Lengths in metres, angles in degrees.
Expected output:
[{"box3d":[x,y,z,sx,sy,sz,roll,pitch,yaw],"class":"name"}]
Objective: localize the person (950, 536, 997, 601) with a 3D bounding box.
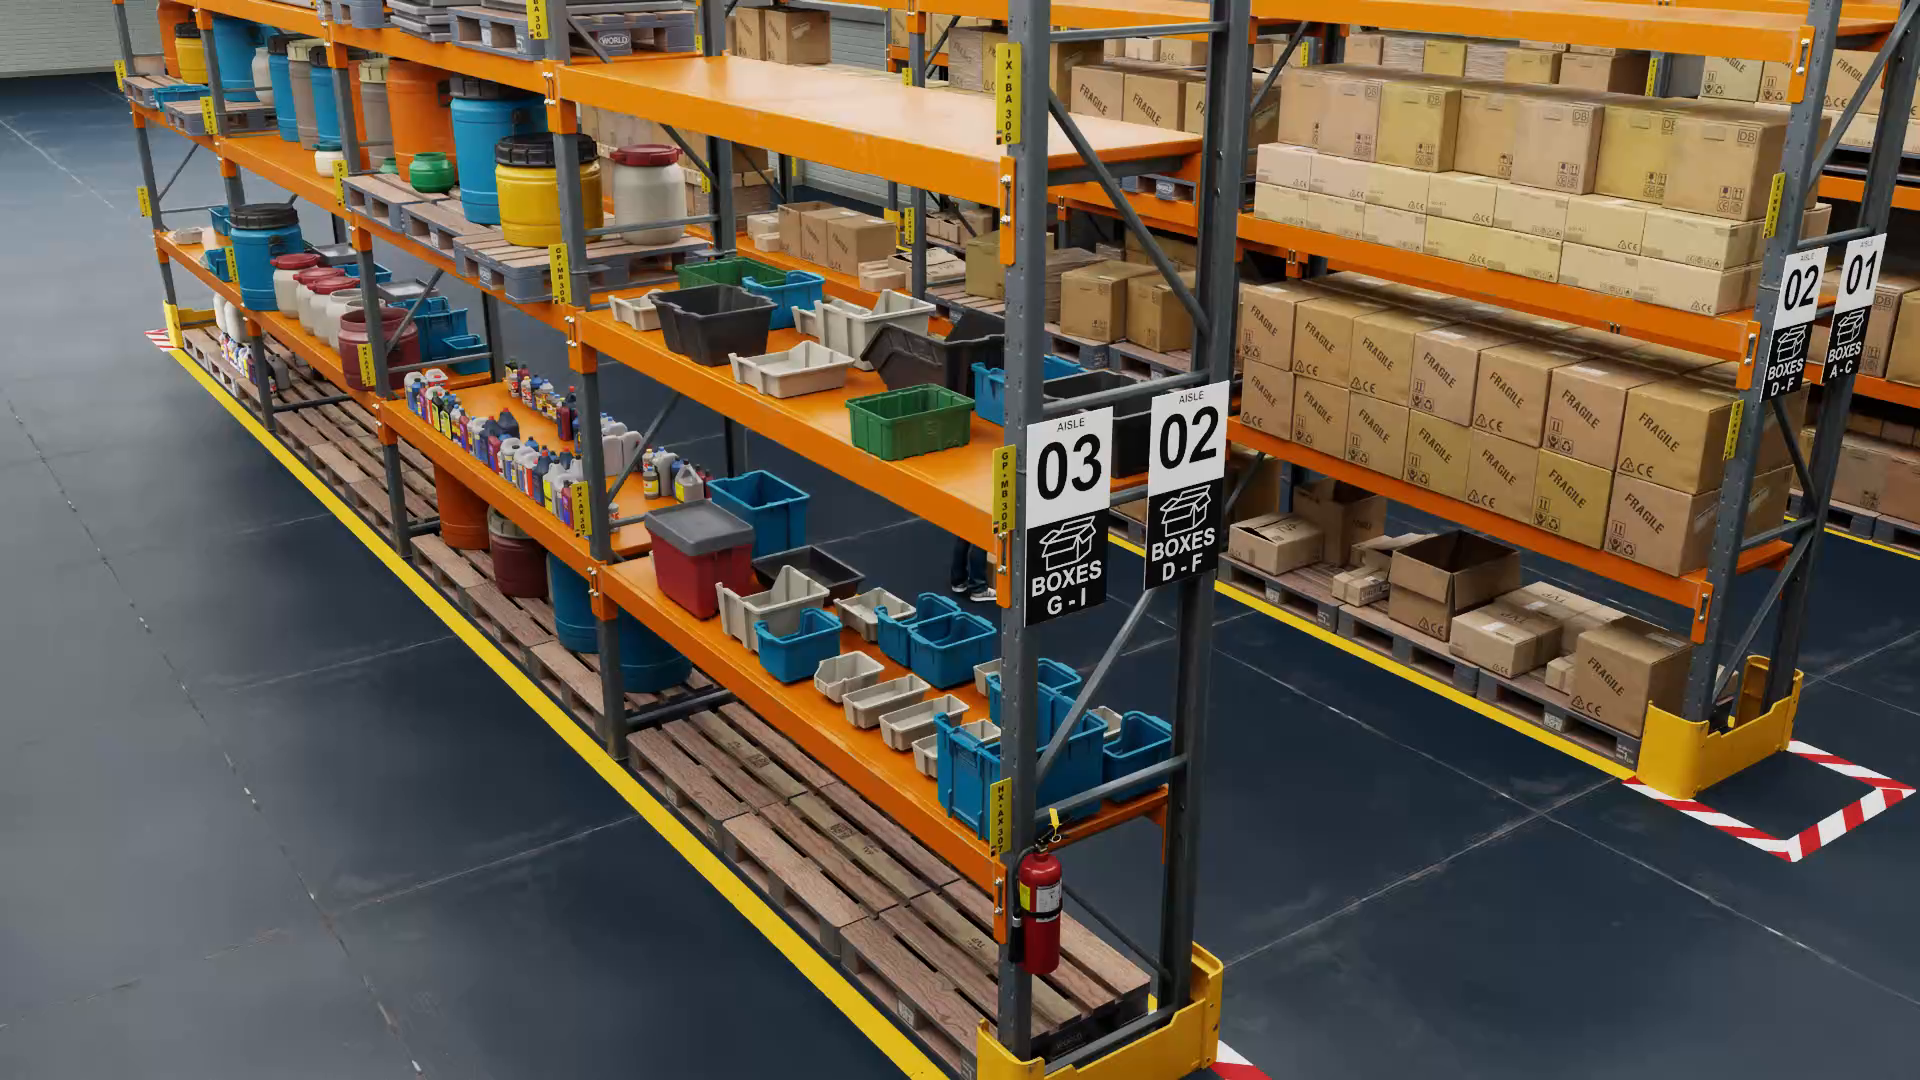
[{"box3d":[0.086,-0.340,12.233,0.344,1.593,0.462,-15,26,-33],"class":"person"}]
